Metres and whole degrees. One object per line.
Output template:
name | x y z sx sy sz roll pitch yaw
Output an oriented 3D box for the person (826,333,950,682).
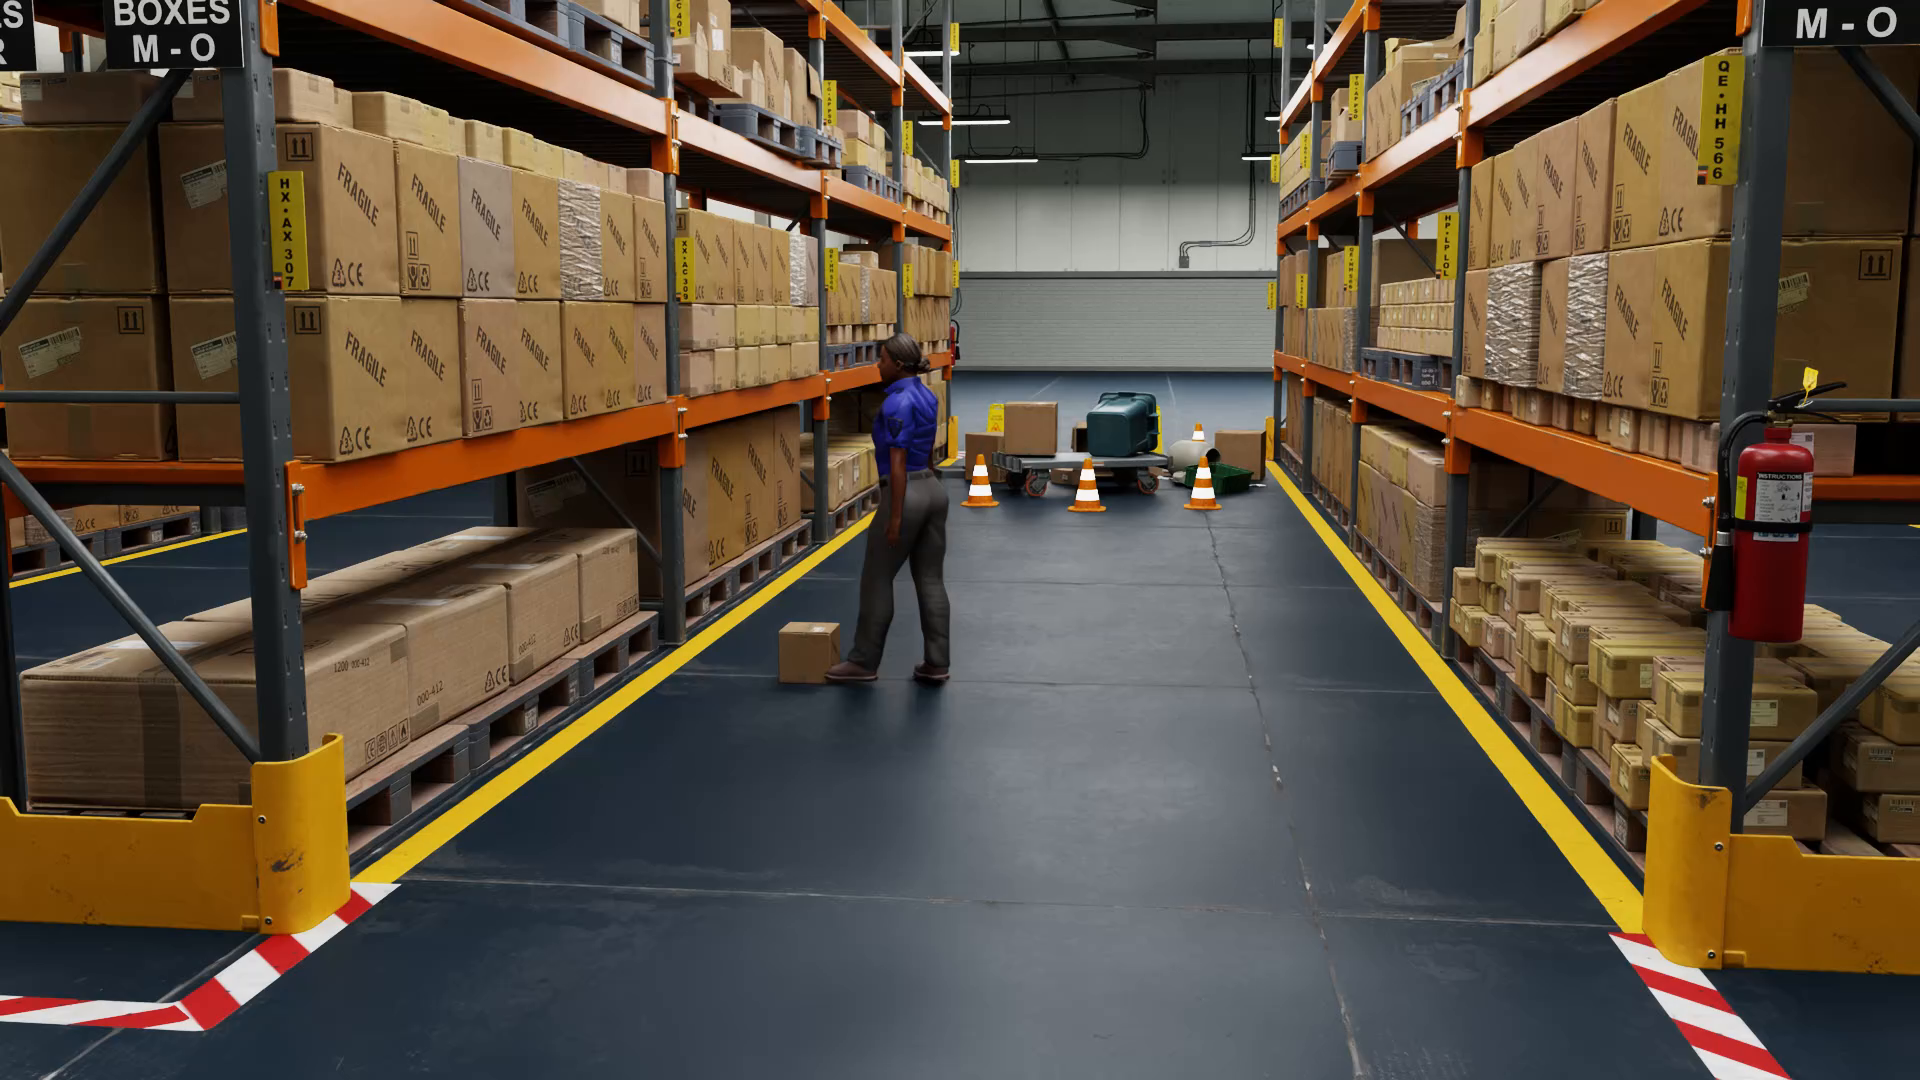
person | -0.319 -0.155 7.900 0.582 1.649 0.501 4 9 30
